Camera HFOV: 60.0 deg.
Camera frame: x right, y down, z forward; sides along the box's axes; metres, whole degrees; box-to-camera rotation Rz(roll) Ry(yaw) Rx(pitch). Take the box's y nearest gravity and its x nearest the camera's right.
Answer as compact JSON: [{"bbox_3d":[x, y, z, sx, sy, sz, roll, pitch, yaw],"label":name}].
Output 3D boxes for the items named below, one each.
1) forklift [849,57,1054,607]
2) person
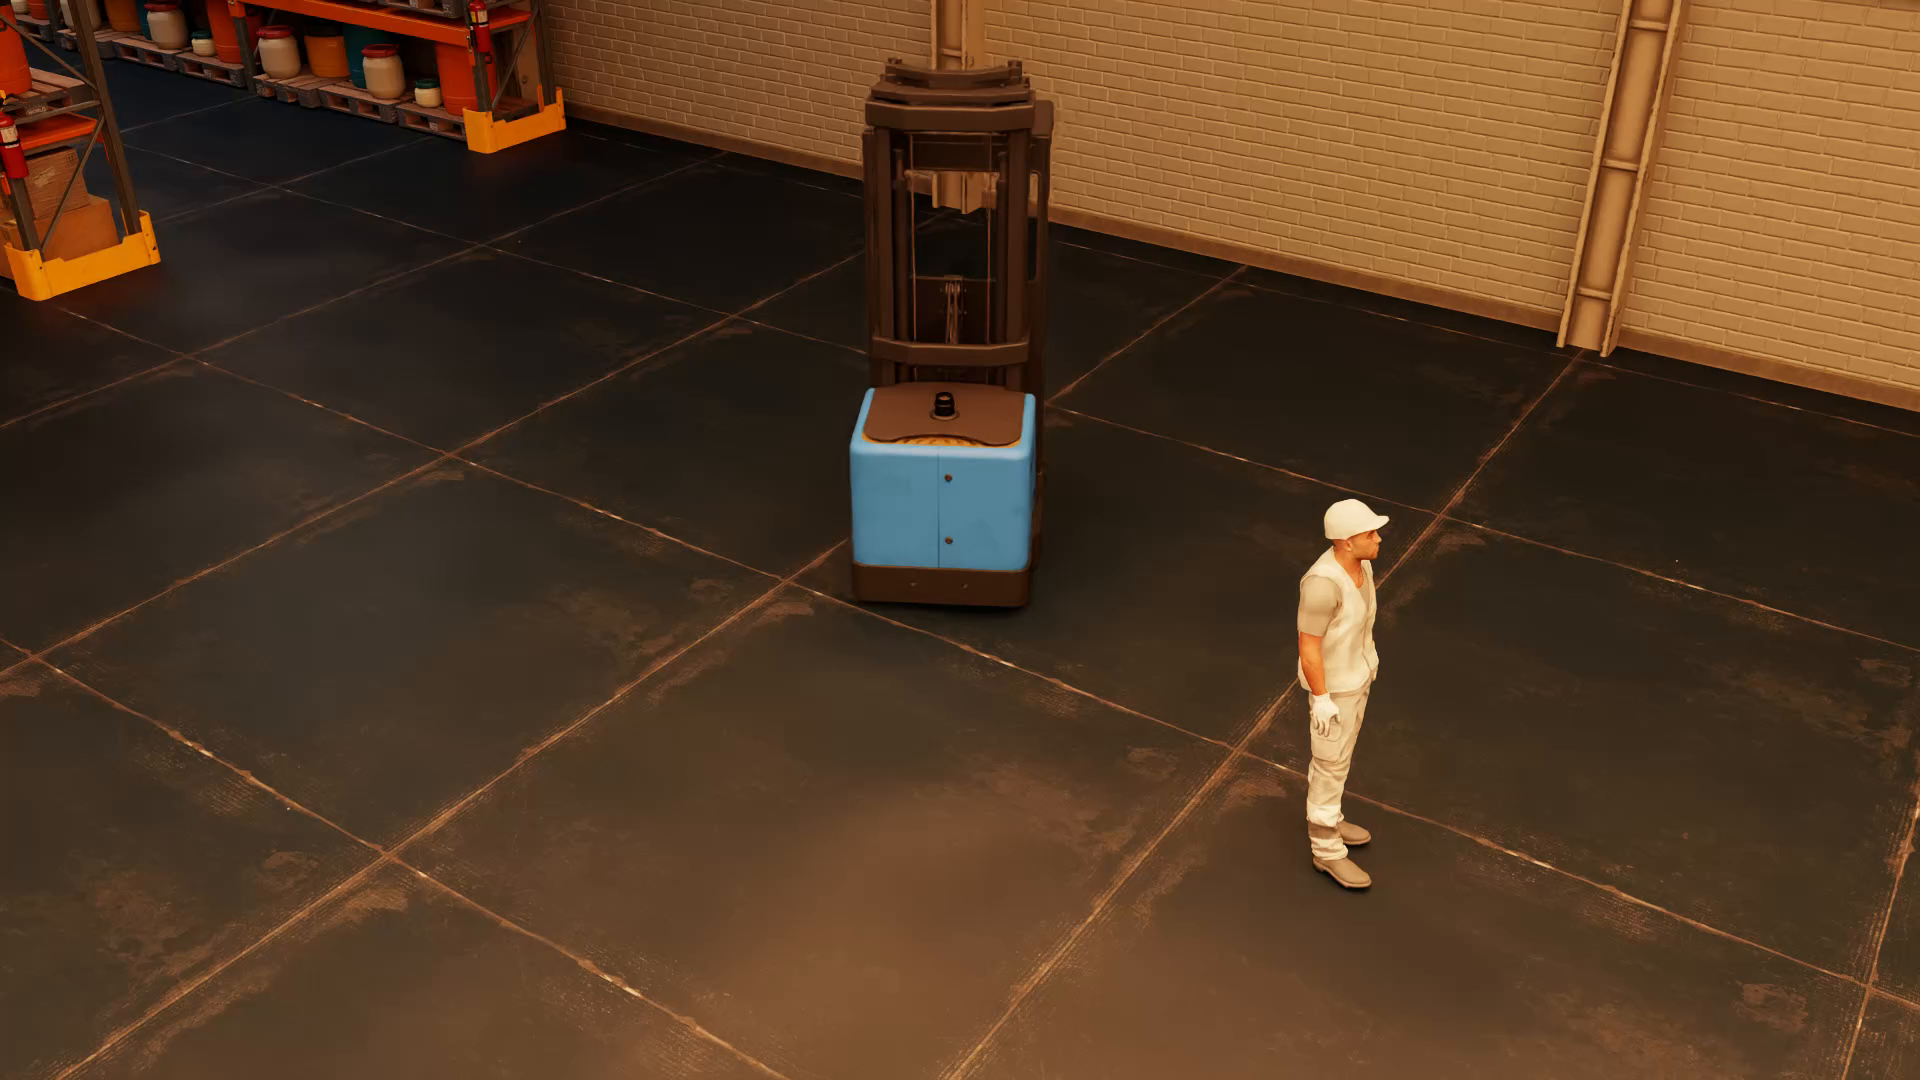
[{"bbox_3d":[-0.001,-1.589,10.317,1.130,2.935,3.031,2,30,4],"label":"forklift"},{"bbox_3d":[1.797,0.664,7.562,0.561,1.791,0.638,18,35,28],"label":"person"}]
